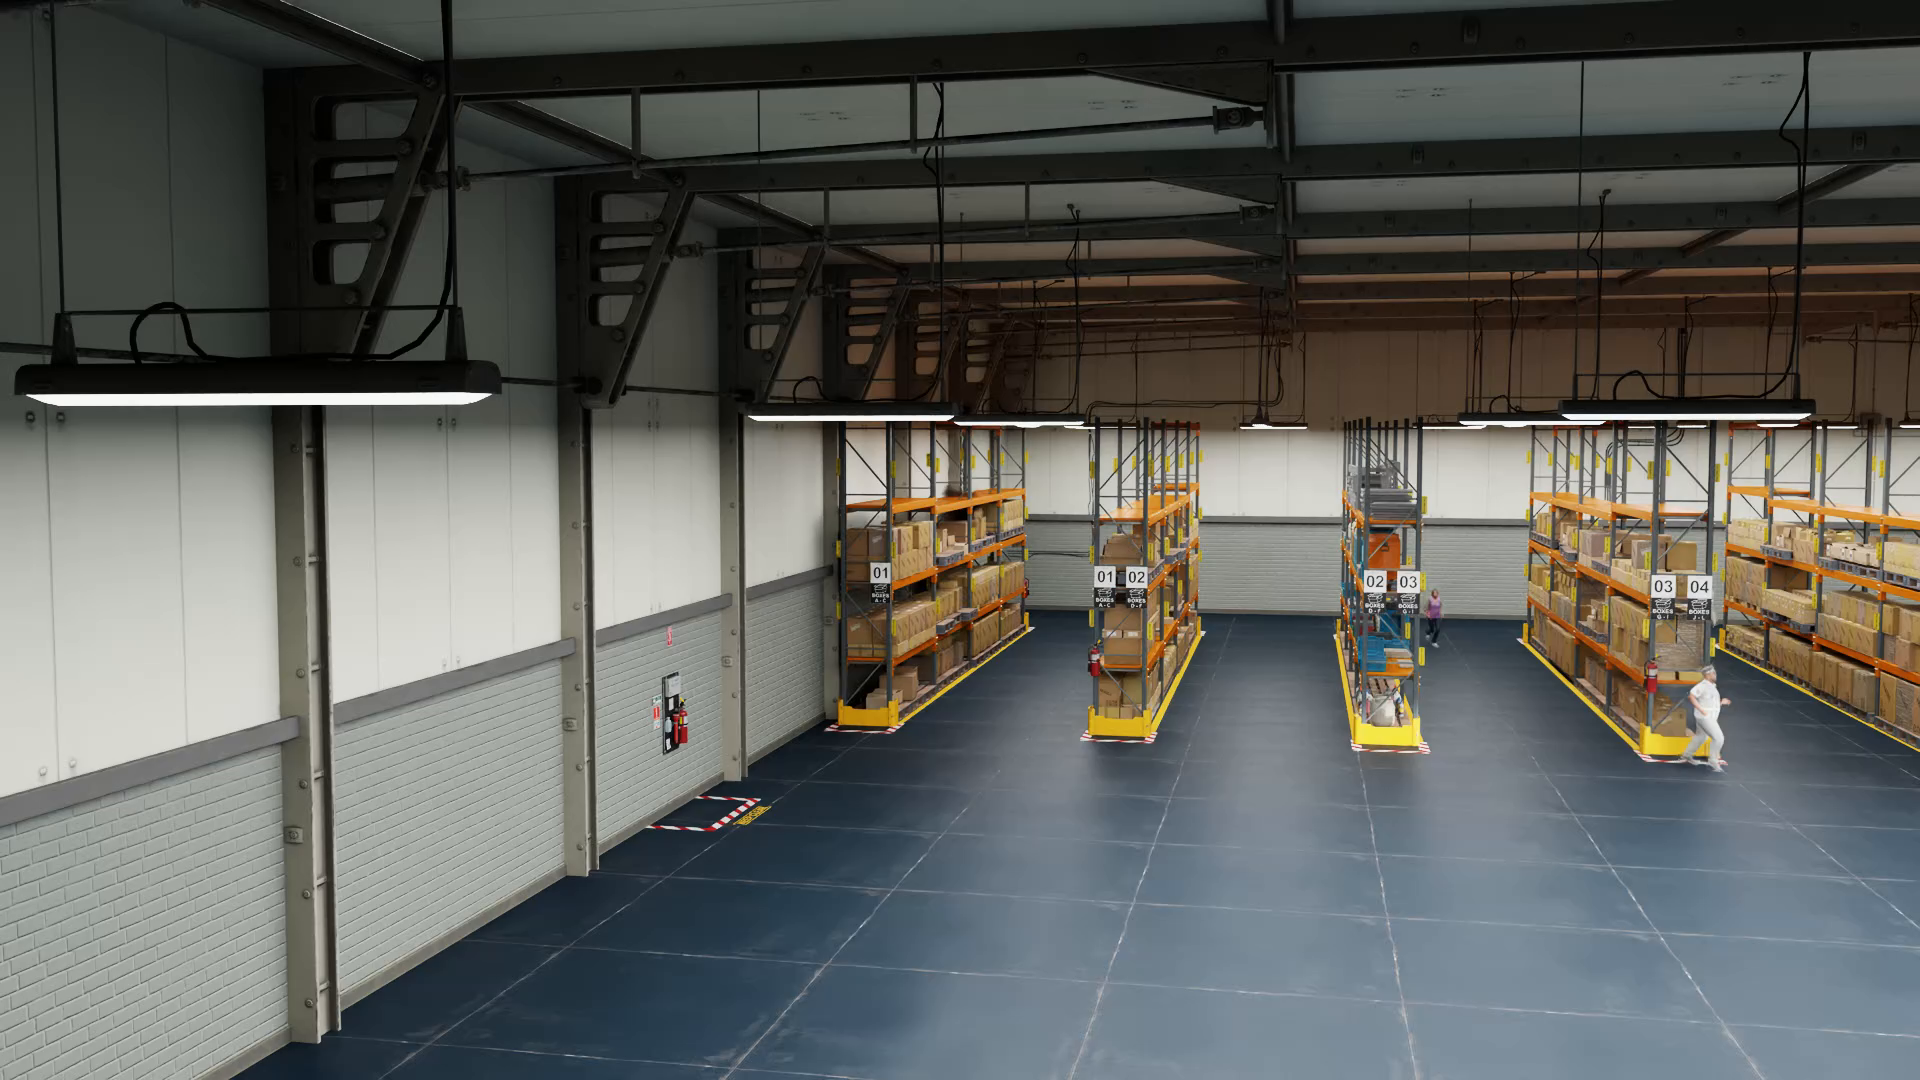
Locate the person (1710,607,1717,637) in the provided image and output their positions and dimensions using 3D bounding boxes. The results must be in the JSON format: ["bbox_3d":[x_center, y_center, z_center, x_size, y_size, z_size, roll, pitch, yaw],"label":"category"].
[{"bbox_3d":[18.580,2.204,41.553,0.624,1.696,0.791,1,4,11],"label":"person"}]

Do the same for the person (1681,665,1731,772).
[{"bbox_3d":[12.618,3.019,28.141,0.771,1.848,0.648,2,4,29],"label":"person"}]

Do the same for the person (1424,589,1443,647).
[{"bbox_3d":[12.654,2.076,44.471,0.530,1.560,0.603,0,4,-4],"label":"person"}]
